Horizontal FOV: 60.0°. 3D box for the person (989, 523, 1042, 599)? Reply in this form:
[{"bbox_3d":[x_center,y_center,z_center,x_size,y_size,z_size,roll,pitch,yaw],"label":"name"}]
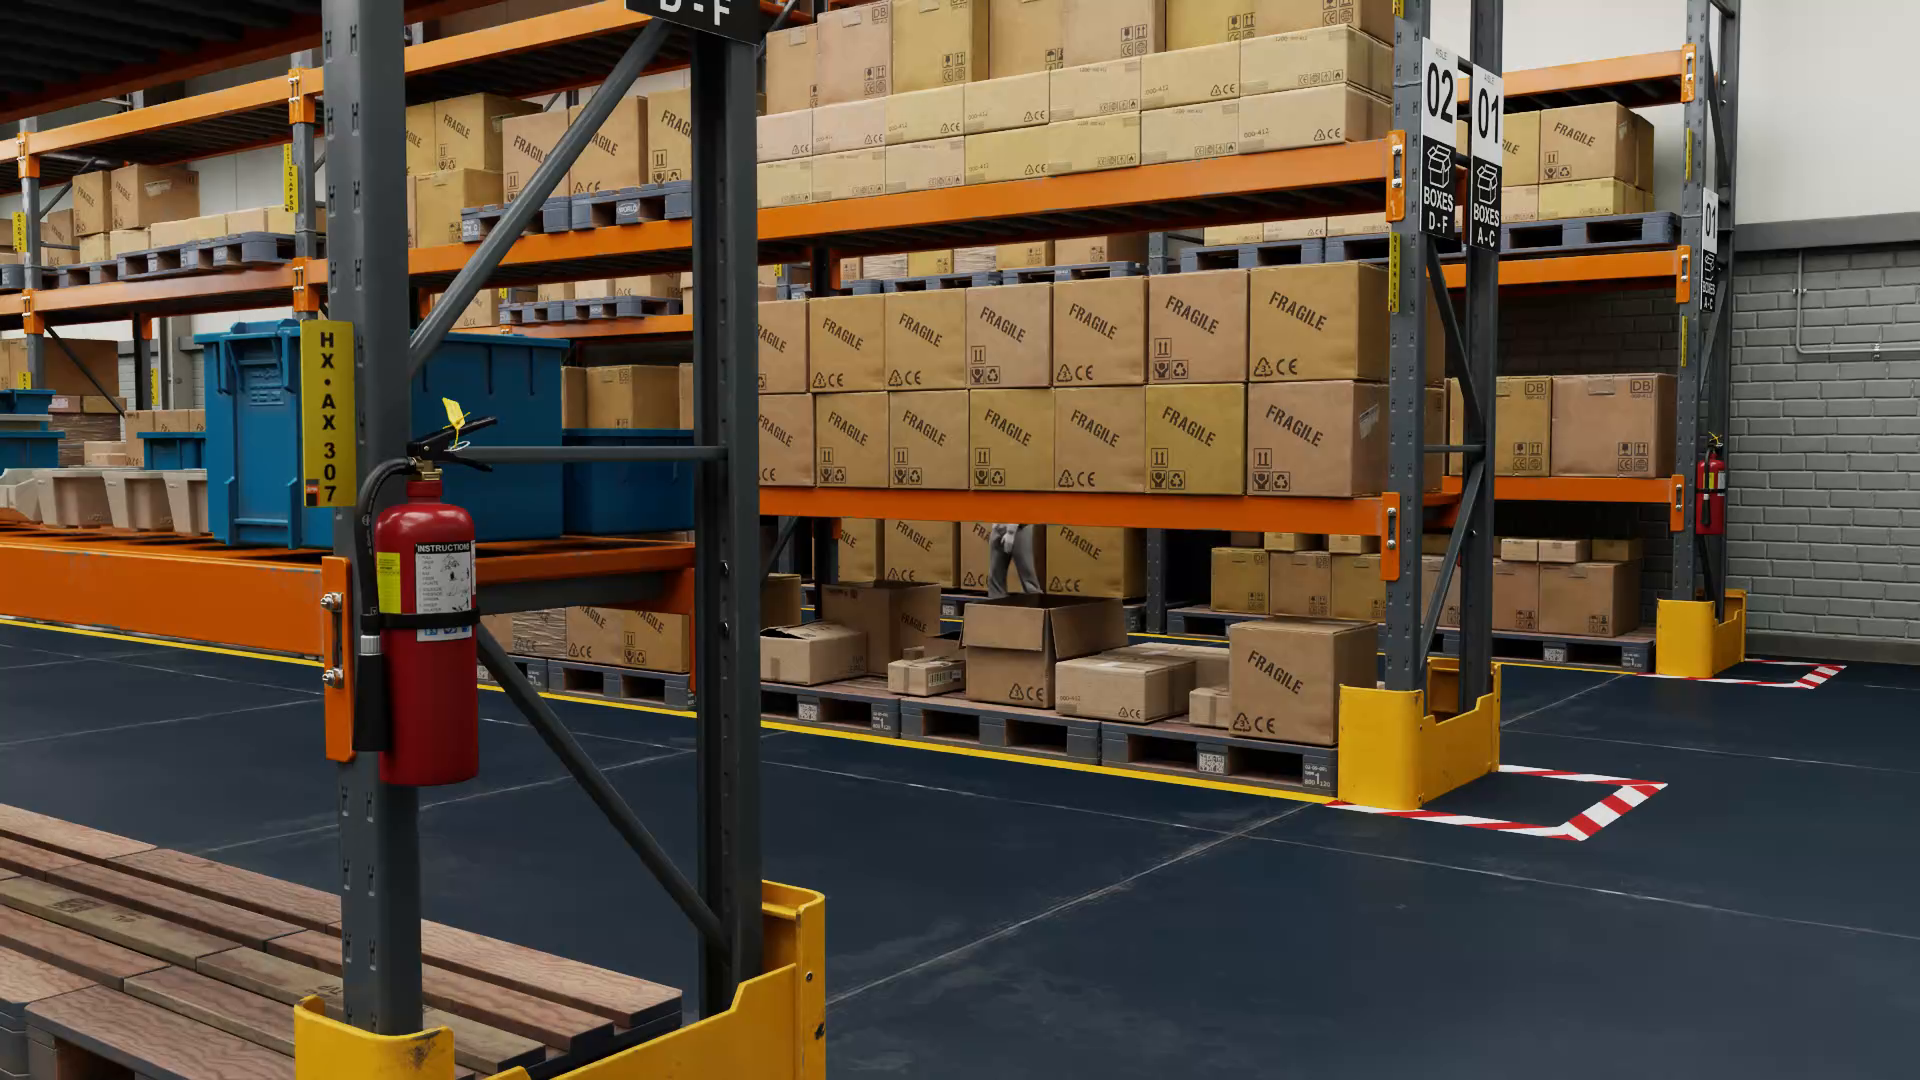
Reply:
[{"bbox_3d":[0.362,-0.062,12.871,0.584,1.656,0.530,-1,4,-24],"label":"person"}]
